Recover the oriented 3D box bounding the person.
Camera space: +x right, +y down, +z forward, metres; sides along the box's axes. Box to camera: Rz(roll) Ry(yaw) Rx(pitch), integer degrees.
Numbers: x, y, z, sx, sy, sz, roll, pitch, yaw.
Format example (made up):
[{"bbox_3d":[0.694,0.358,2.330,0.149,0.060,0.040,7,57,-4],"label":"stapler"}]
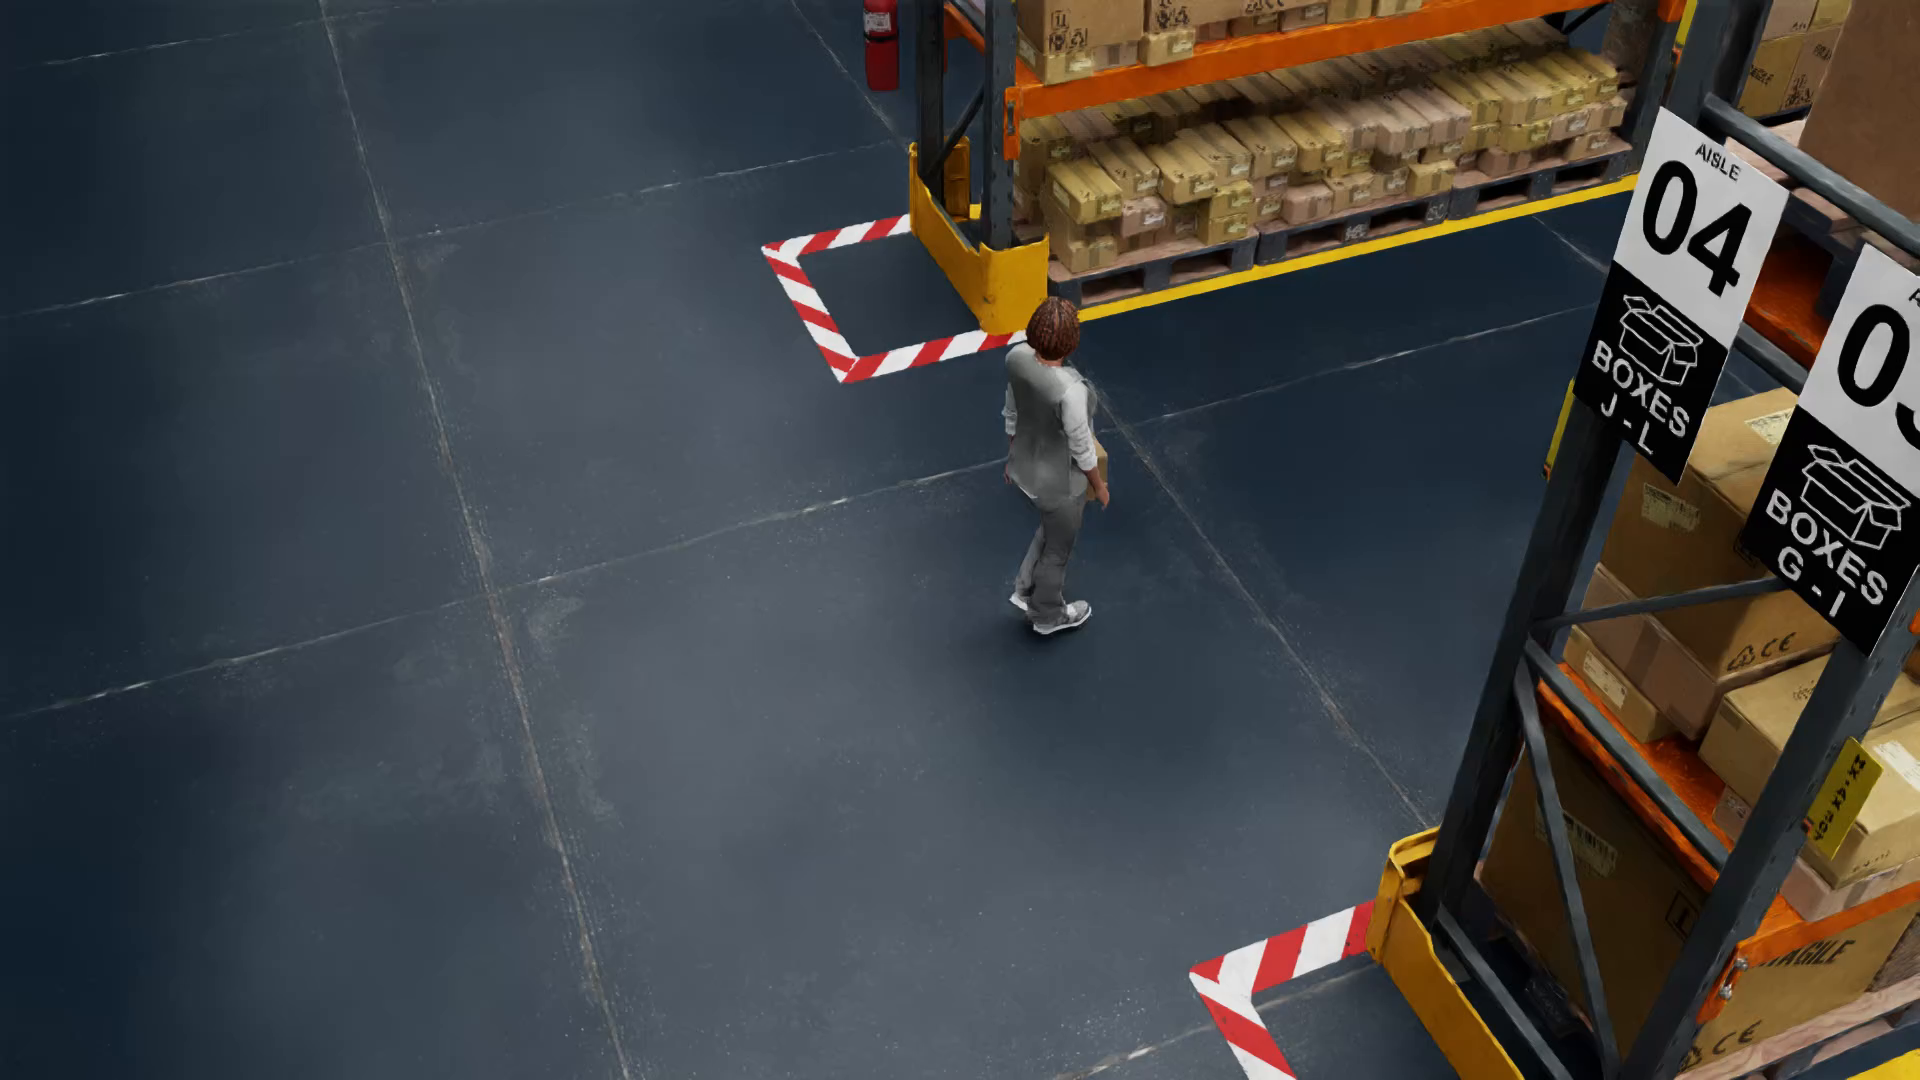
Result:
[{"bbox_3d":[0.369,-0.261,6.423,0.376,1.605,0.431,-22,47,-23],"label":"person"}]
